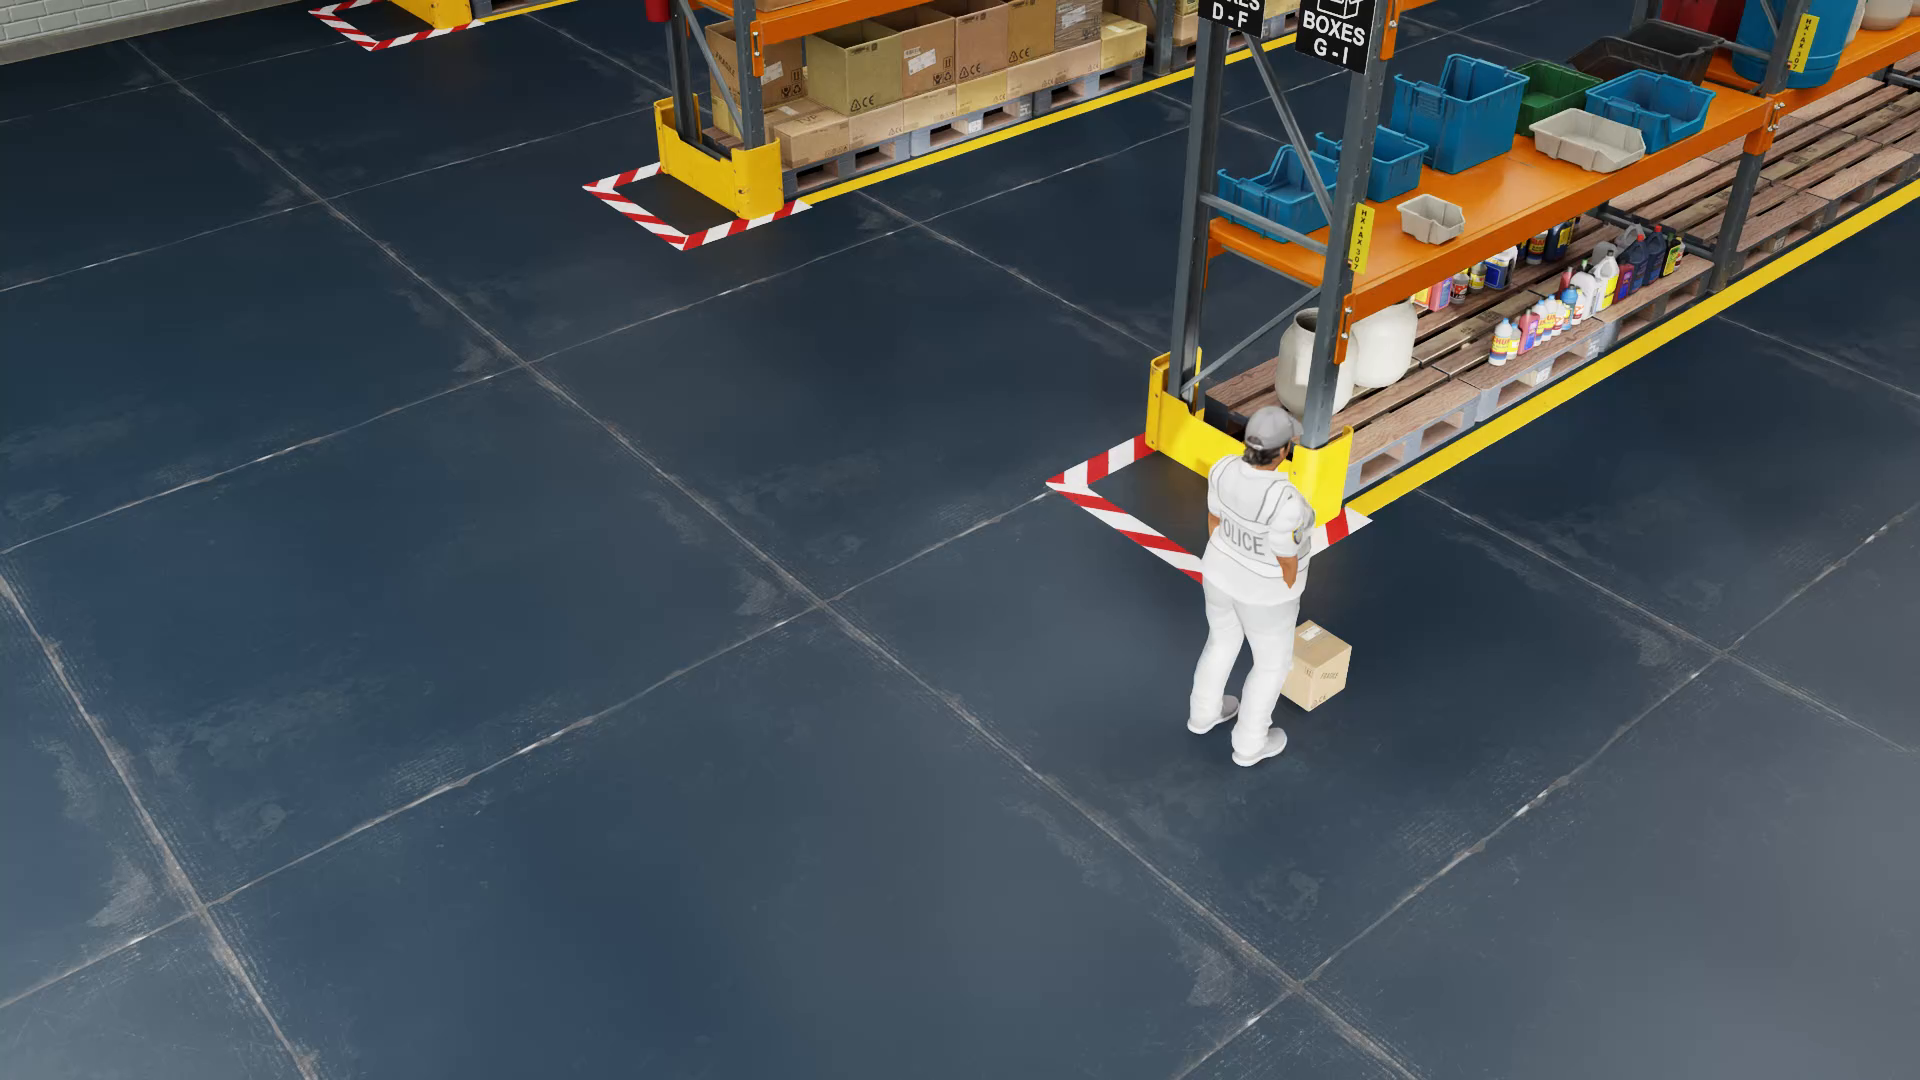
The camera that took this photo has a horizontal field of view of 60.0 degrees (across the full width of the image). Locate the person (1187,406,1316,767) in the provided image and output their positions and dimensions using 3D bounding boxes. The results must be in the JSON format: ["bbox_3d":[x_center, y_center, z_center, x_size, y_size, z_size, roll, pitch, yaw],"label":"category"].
[{"bbox_3d":[1.200,0.173,6.845,0.390,1.659,0.469,-25,43,-30],"label":"person"}]
